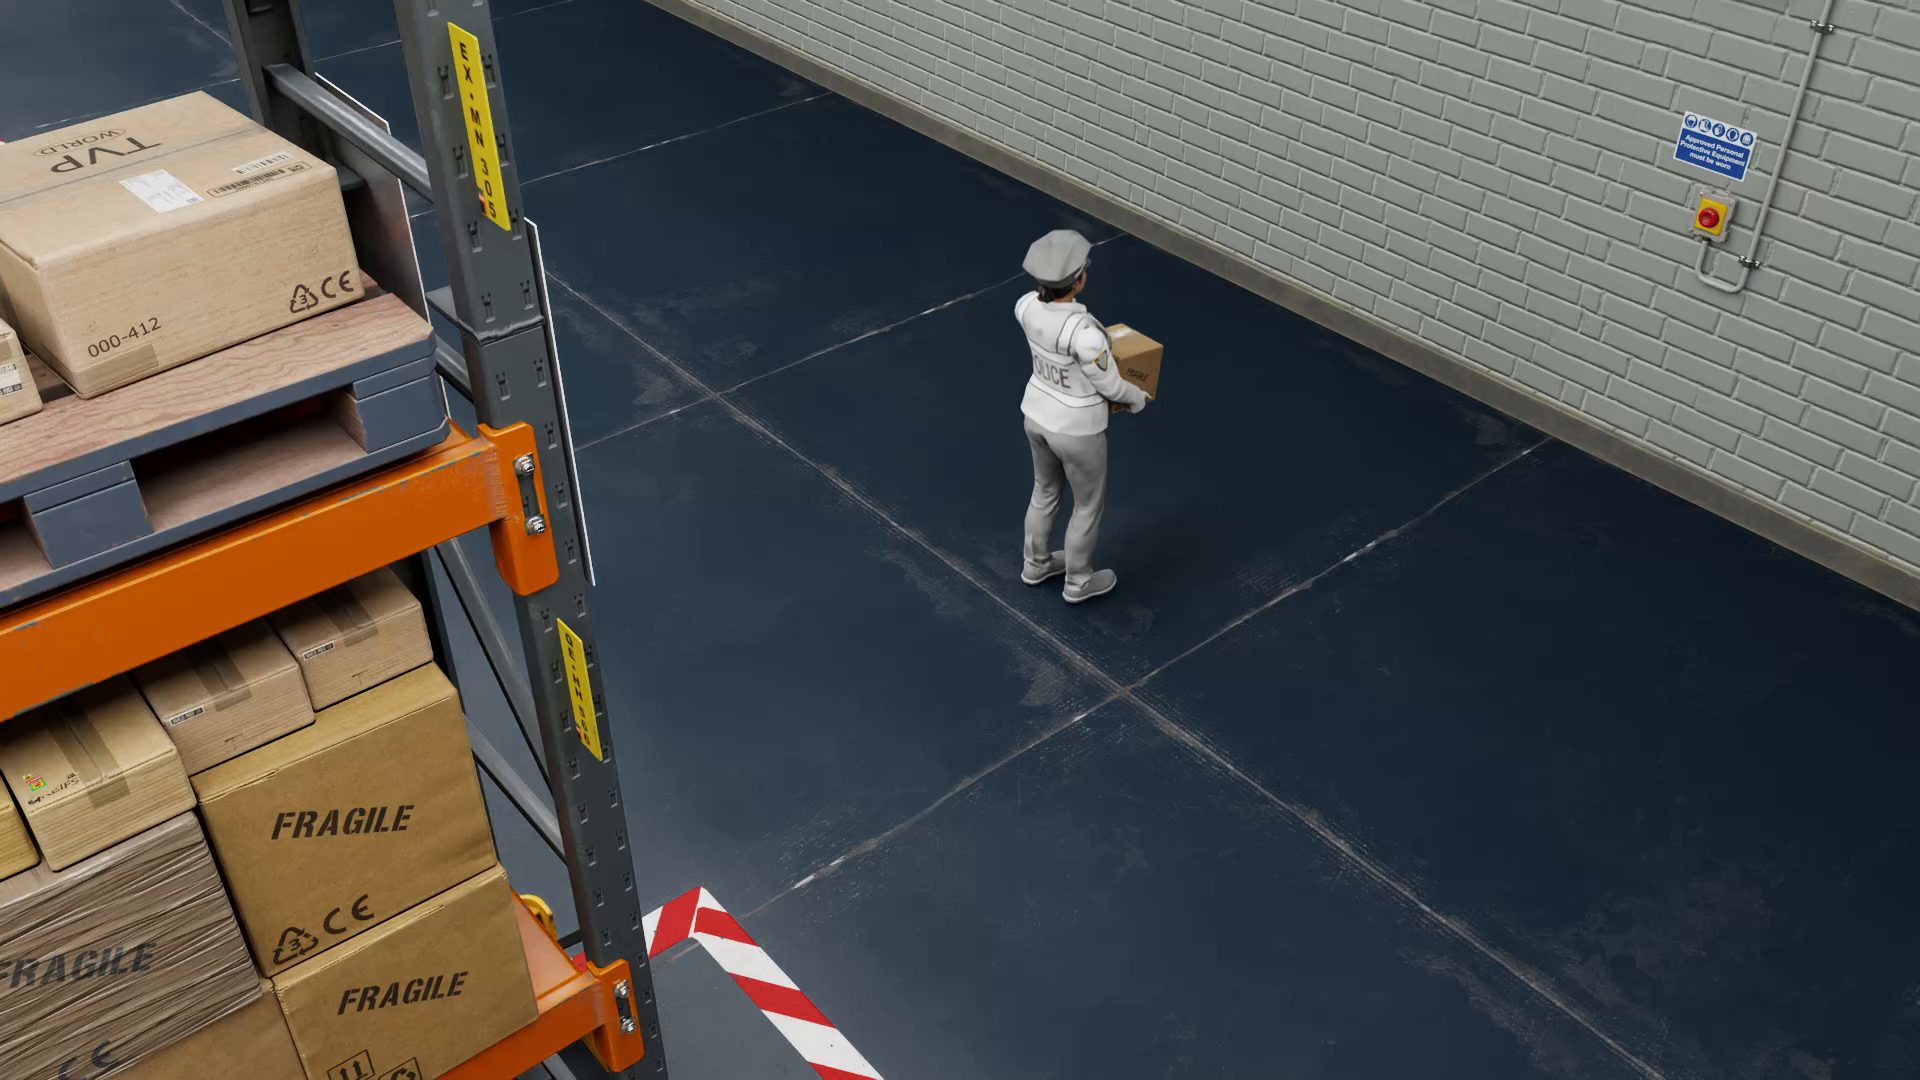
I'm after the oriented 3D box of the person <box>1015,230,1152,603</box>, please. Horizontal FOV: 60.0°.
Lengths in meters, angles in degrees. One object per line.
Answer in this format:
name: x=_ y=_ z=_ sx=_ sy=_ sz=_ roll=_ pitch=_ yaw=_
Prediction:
person: x=0.493 y=-0.500 z=6.815 sx=0.540 sy=1.689 sz=0.460 roll=-26 pitch=43 yaw=-31
